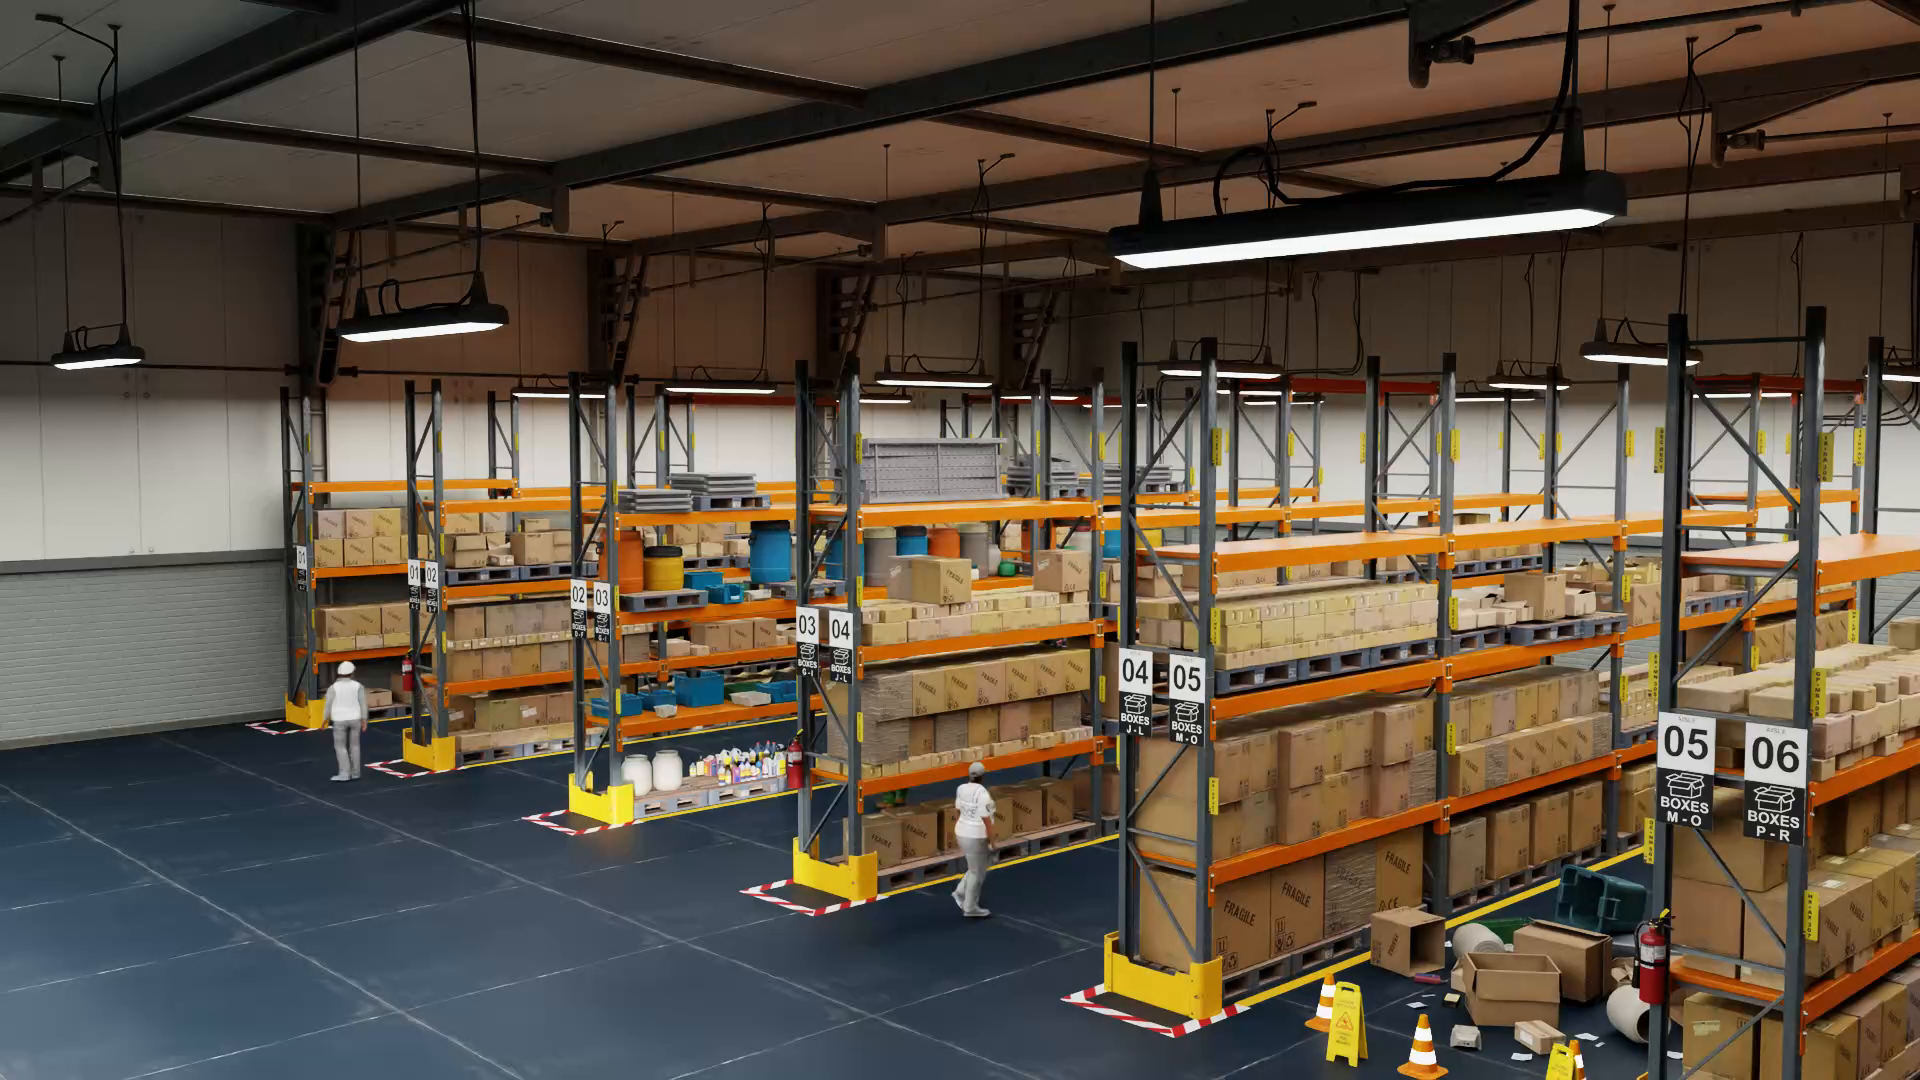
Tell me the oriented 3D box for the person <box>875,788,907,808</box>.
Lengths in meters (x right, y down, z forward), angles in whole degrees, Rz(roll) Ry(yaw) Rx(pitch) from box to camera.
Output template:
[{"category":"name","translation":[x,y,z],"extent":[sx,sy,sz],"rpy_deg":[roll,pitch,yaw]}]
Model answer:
[{"category":"person","translation":[-0.895,2.790,23.080],"extent":[0.414,1.789,0.595],"rpy_deg":[2,4,24]}]

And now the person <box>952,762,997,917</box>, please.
[{"category":"person","translation":[0.178,3.193,17.736],"extent":[0.430,1.673,0.479],"rpy_deg":[-1,4,-15]}]

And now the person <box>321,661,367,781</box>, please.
[{"category":"person","translation":[-9.180,2.693,24.782],"extent":[0.595,1.786,0.403],"rpy_deg":[-3,5,-42]}]
